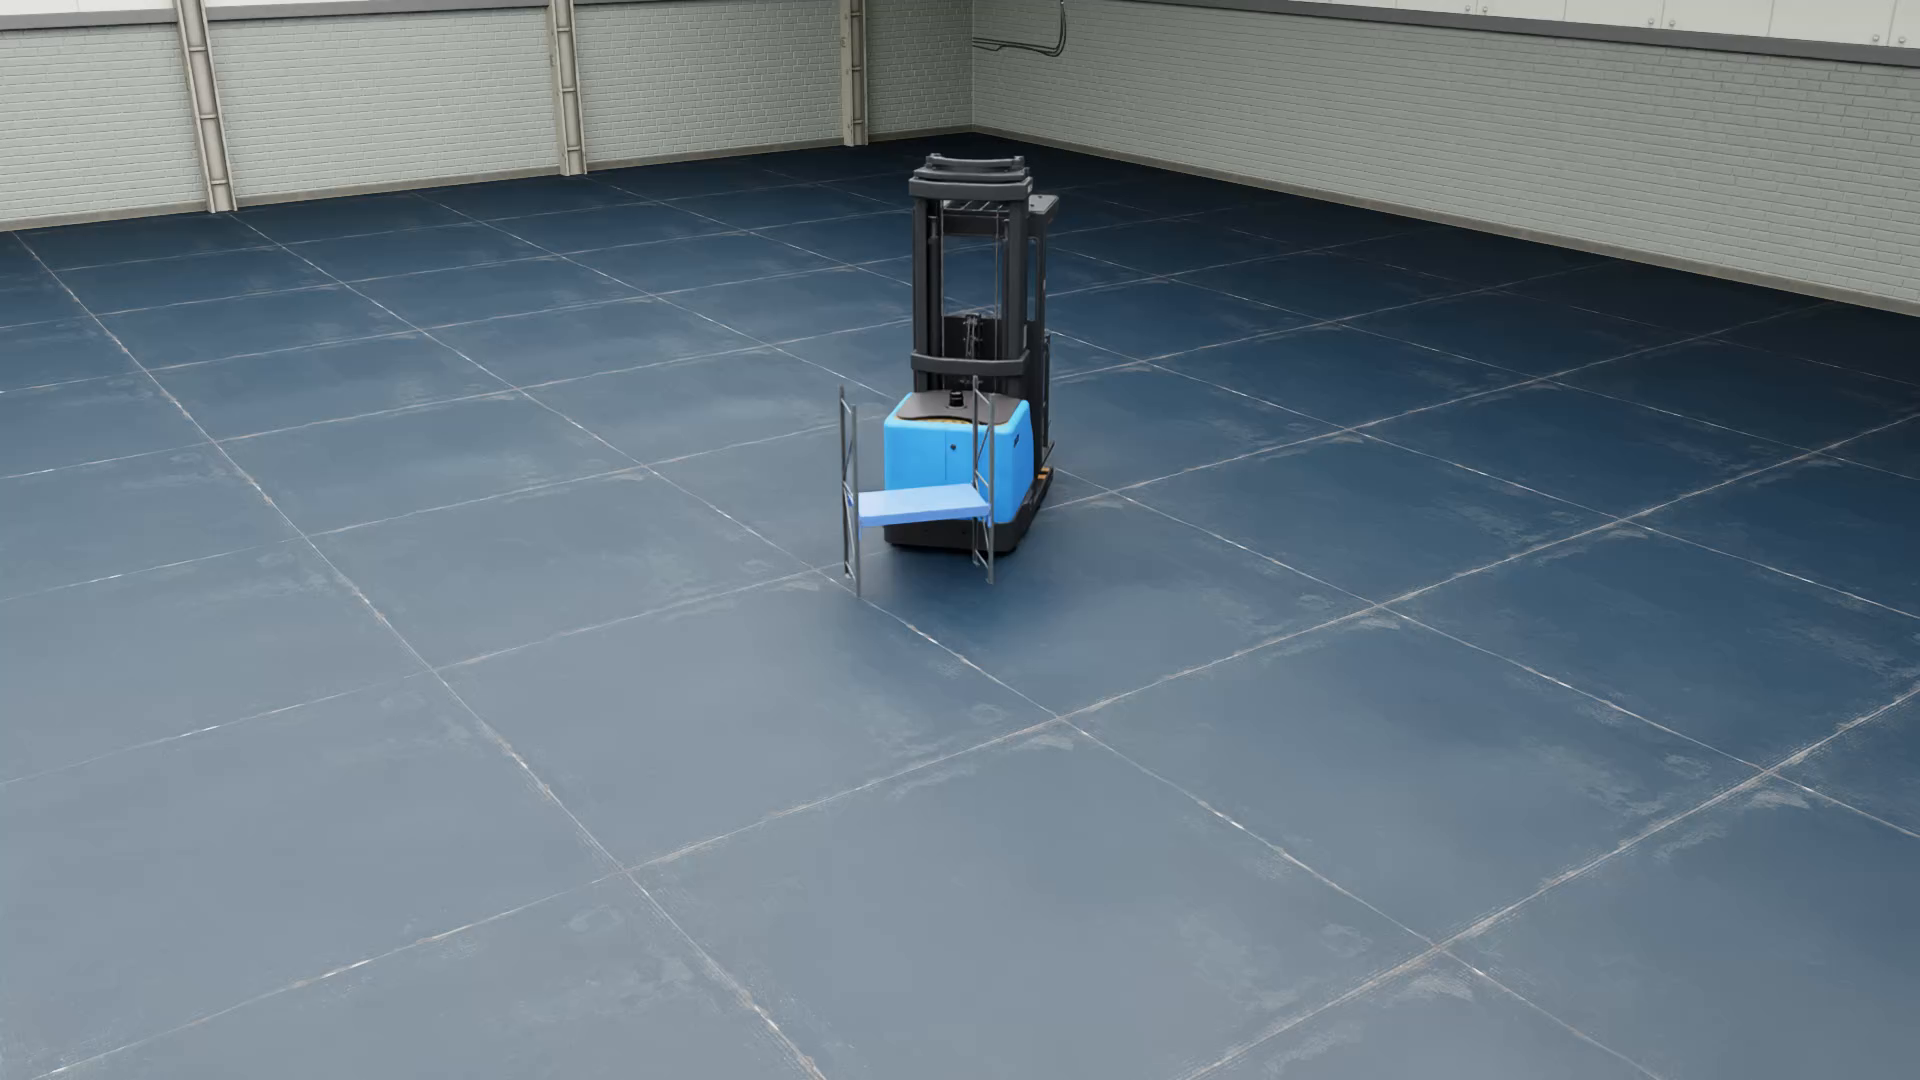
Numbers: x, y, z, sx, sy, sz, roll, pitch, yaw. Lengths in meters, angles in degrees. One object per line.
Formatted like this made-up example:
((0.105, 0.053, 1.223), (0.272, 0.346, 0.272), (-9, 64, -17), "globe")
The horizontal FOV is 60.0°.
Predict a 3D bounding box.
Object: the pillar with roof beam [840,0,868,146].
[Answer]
((0.438, -10.765, 28.232), (0.400, 9.000, 9.100), (-15, 26, -33), "pillar with roof beam")

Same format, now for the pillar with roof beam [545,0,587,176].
((-4.432, -9.466, 24.977), (0.400, 9.000, 9.100), (-15, 26, -33), "pillar with roof beam")

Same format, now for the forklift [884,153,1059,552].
((0.204, -1.783, 13.910), (1.130, 2.935, 3.031), (5, 22, 11), "forklift")

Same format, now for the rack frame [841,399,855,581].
((-0.810, -0.346, 12.241), (0.013, 1.308, 0.475), (-6, 22, -14), "rack frame")

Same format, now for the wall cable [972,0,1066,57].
((1.088, -10.858, 32.654), (0.112, 2.526, 3.097), (-15, 26, -33), "wall cable")

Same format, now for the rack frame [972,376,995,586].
((0.174, -0.441, 12.479), (0.032, 1.500, 0.500), (-6, 22, -14), "rack frame")

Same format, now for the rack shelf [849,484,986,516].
((-0.318, -0.288, 12.401), (0.952, 0.026, 0.459), (-6, 22, -14), "rack shelf")

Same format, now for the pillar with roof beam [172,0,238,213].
((-9.303, -8.168, 21.723), (0.400, 9.000, 9.100), (-15, 26, -33), "pillar with roof beam")

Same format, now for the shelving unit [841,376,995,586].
((-0.314, -0.394, 12.360), (1.039, 1.500, 0.500), (-6, 22, -14), "shelving unit")
